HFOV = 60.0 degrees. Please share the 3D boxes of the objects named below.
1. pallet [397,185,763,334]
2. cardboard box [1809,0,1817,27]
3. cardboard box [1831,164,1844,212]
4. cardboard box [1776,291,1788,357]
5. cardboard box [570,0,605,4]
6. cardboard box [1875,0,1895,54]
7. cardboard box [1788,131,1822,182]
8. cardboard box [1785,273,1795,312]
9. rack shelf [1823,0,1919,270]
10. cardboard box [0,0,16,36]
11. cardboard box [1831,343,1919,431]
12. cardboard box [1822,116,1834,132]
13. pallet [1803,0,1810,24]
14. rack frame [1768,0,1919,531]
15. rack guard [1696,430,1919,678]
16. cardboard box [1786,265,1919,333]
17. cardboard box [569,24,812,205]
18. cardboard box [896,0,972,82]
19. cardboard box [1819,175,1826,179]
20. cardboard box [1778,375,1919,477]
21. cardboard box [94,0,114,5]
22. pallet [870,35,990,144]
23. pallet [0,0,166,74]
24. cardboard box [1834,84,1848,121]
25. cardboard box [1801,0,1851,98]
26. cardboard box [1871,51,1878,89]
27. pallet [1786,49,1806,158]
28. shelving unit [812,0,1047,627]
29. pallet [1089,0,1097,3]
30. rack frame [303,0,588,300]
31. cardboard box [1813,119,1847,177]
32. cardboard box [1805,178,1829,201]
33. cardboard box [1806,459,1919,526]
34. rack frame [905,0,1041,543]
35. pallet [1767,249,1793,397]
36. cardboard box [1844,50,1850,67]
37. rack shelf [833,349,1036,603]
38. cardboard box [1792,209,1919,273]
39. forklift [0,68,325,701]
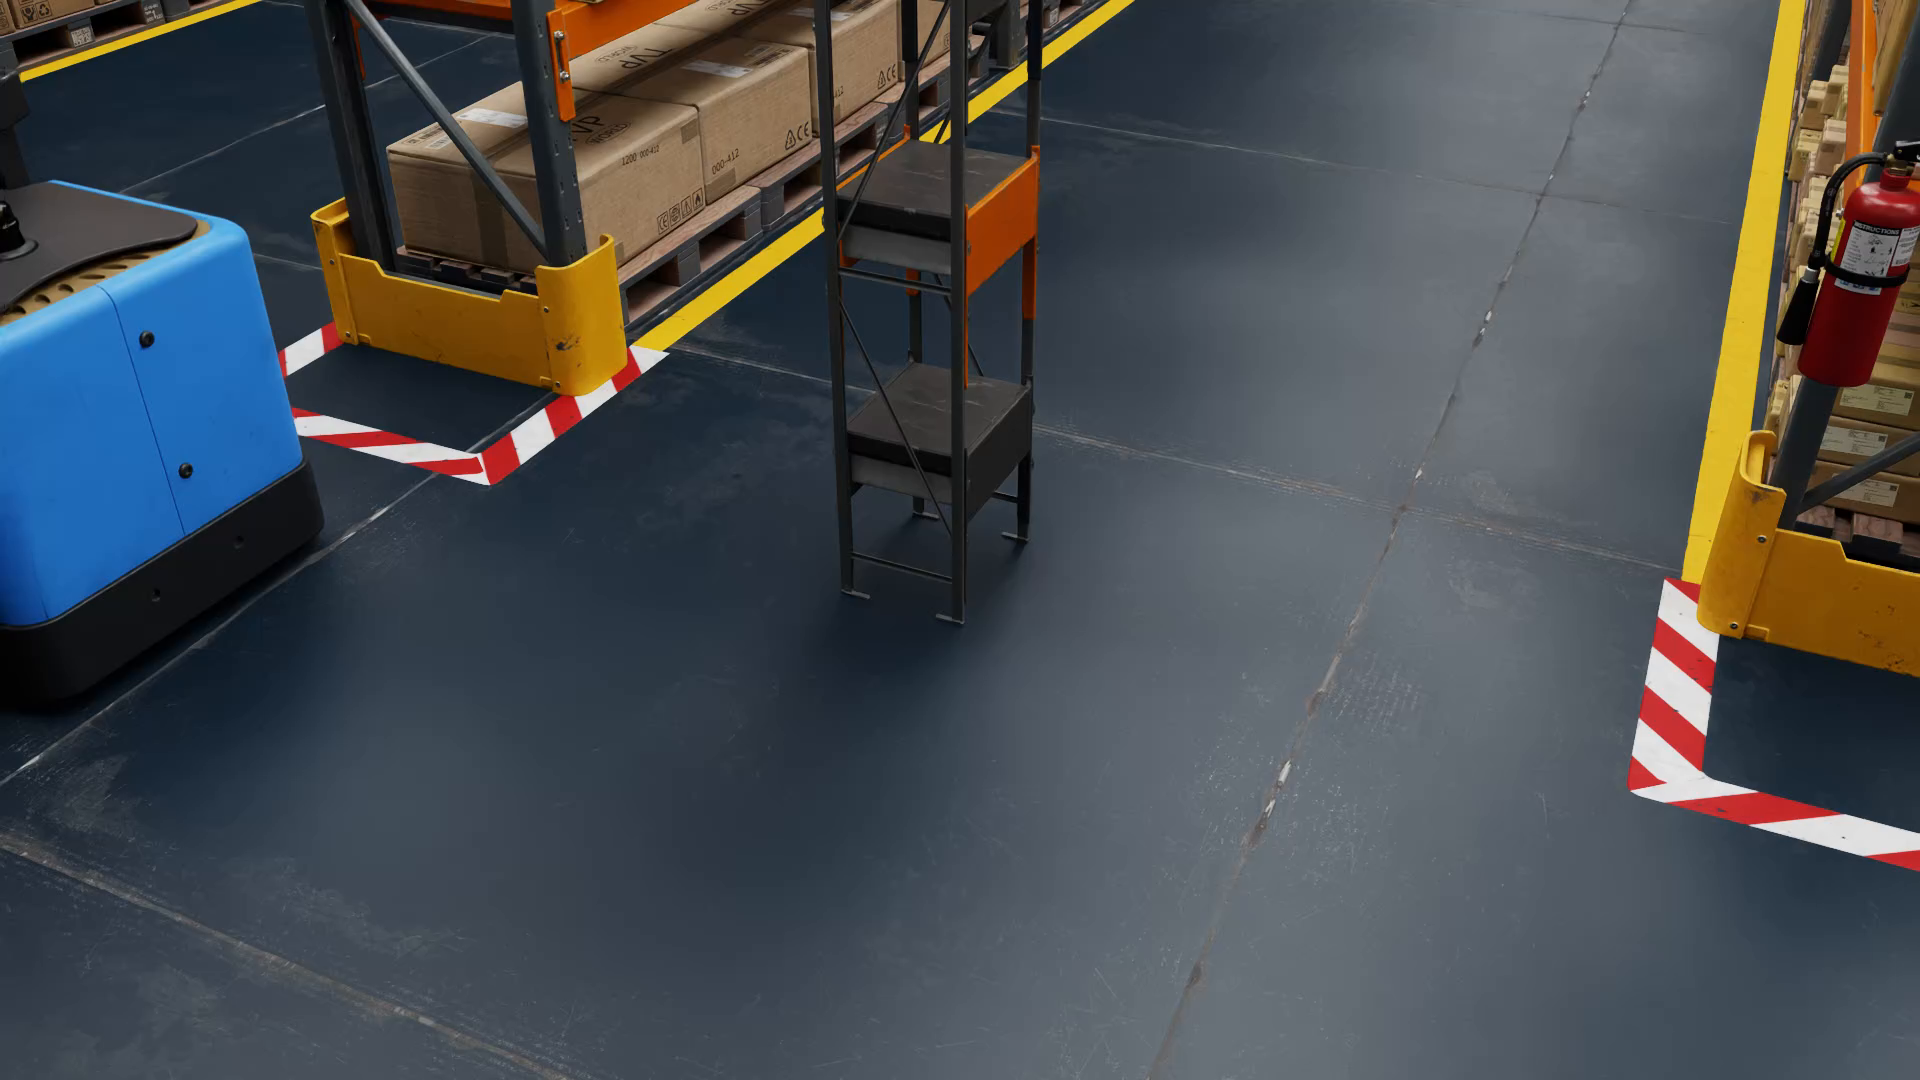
[{"bbox_3d":[-1.557,-1.245,6.956,1.003,0.211,1.213,14,36,20],"label":"pallet"},{"bbox_3d":[4.905,-2.968,8.938,0.500,0.500,0.500,13,36,19],"label":"cardboard box"},{"bbox_3d":[3.382,-1.237,6.076,0.380,0.149,0.250,14,36,21],"label":"cardboard box"},{"bbox_3d":[3.094,-0.733,5.850,0.380,0.149,0.250,13,35,18],"label":"cardboard box"},{"bbox_3d":[-1.359,-2.210,5.793,0.500,0.500,0.500,14,36,20],"label":"cardboard box"},{"bbox_3d":[2.892,-1.614,4.613,0.500,0.500,0.500,14,36,20],"label":"cardboard box"},{"bbox_3d":[3.835,-1.645,7.240,0.380,0.149,0.250,15,36,22],"label":"cardboard box"},{"bbox_3d":[3.100,-0.866,5.780,0.380,0.149,0.250,15,36,21],"label":"cardboard box"},{"bbox_3d":[3.554,-1.605,5.618,1.077,0.370,4.000,14,36,20],"label":"rack shelf"},{"bbox_3d":[-5.596,-2.962,8.928,0.700,0.500,0.500,16,36,22],"label":"cardboard box"},{"bbox_3d":[2.709,-0.464,4.896,0.380,0.149,0.250,15,36,21],"label":"cardboard box"},{"bbox_3d":[3.924,-1.756,7.138,0.380,0.149,0.250,14,36,21],"label":"cardboard box"},{"bbox_3d":[5.736,-3.339,10.149,1.003,0.211,1.213,14,36,20],"label":"pallet"},{"bbox_3d":[2.717,-0.909,3.901,1.000,3.000,0.127,14,36,20],"label":"rack frame"},{"bbox_3d":[2.749,0.098,4.645,1.175,0.500,0.348,14,36,20],"label":"rack guard"},{"bbox_3d":[2.859,-0.734,5.308,0.380,0.149,0.250,13,36,19],"label":"cardboard box"},{"bbox_3d":[-1.260,-1.908,7.378,0.875,0.438,0.875,15,36,22],"label":"cardboard box"},{"bbox_3d":[-0.508,-2.803,8.743,0.875,0.438,0.875,14,36,20],"label":"cardboard box"},{"bbox_3d":[3.718,-1.371,6.823,0.380,0.149,0.250,13,36,20],"label":"cardboard box"},{"bbox_3d":[2.679,-0.346,4.987,0.380,0.149,0.250,13,36,19],"label":"cardboard box"},{"bbox_3d":[-5.162,-3.479,9.716,0.700,0.500,0.500,13,35,19],"label":"cardboard box"},{"bbox_3d":[-0.537,-2.460,8.809,1.003,0.211,1.213,14,36,20],"label":"pallet"},{"bbox_3d":[-5.455,-3.006,9.642,1.003,0.211,1.213,14,36,20],"label":"pallet"},{"bbox_3d":[3.828,-1.749,6.856,0.380,0.149,0.250,14,36,20],"label":"cardboard box"},{"bbox_3d":[4.472,-2.458,8.160,0.500,0.500,0.500,13,36,20],"label":"cardboard box"},{"bbox_3d":[2.912,-1.408,4.890,0.380,0.149,0.250,15,36,22],"label":"cardboard box"},{"bbox_3d":[4.715,-2.124,8.296,1.003,0.211,1.213,14,36,20],"label":"pallet"},{"bbox_3d":[-0.069,-0.796,4.549,0.431,2.100,0.503,14,36,20],"label":"shelving unit"},{"bbox_3d":[0.616,-3.832,10.902,1.003,0.211,1.213,14,36,20],"label":"pallet"},{"bbox_3d":[-1.821,-1.995,5.557,1.000,3.000,0.127,14,36,20],"label":"rack frame"},{"bbox_3d":[3.559,-1.506,6.485,0.380,0.149,0.250,15,36,21],"label":"cardboard box"},{"bbox_3d":[3.440,-1.250,6.366,0.380,0.149,0.250,14,36,20],"label":"cardboard box"},{"bbox_3d":[2.748,-0.203,5.041,0.380,0.149,0.250,15,36,21],"label":"cardboard box"},{"bbox_3d":[0.033,-0.917,4.734,0.400,2.100,0.015,14,36,20],"label":"rack frame"},{"bbox_3d":[3.633,-0.783,6.252,1.003,0.211,1.213,14,36,20],"label":"pallet"},{"bbox_3d":[4.059,-2.010,7.254,0.380,0.149,0.250,16,36,22],"label":"cardboard box"},{"bbox_3d":[-0.069,-0.199,4.940,0.431,0.518,0.480,14,36,20],"label":"rack shelf"},{"bbox_3d":[3.087,-0.995,5.706,0.380,0.149,0.250,16,36,22],"label":"cardboard box"},{"bbox_3d":[-3.536,-1.336,4.614,3.031,2.935,1.130,15,36,22],"label":"forklift"}]
